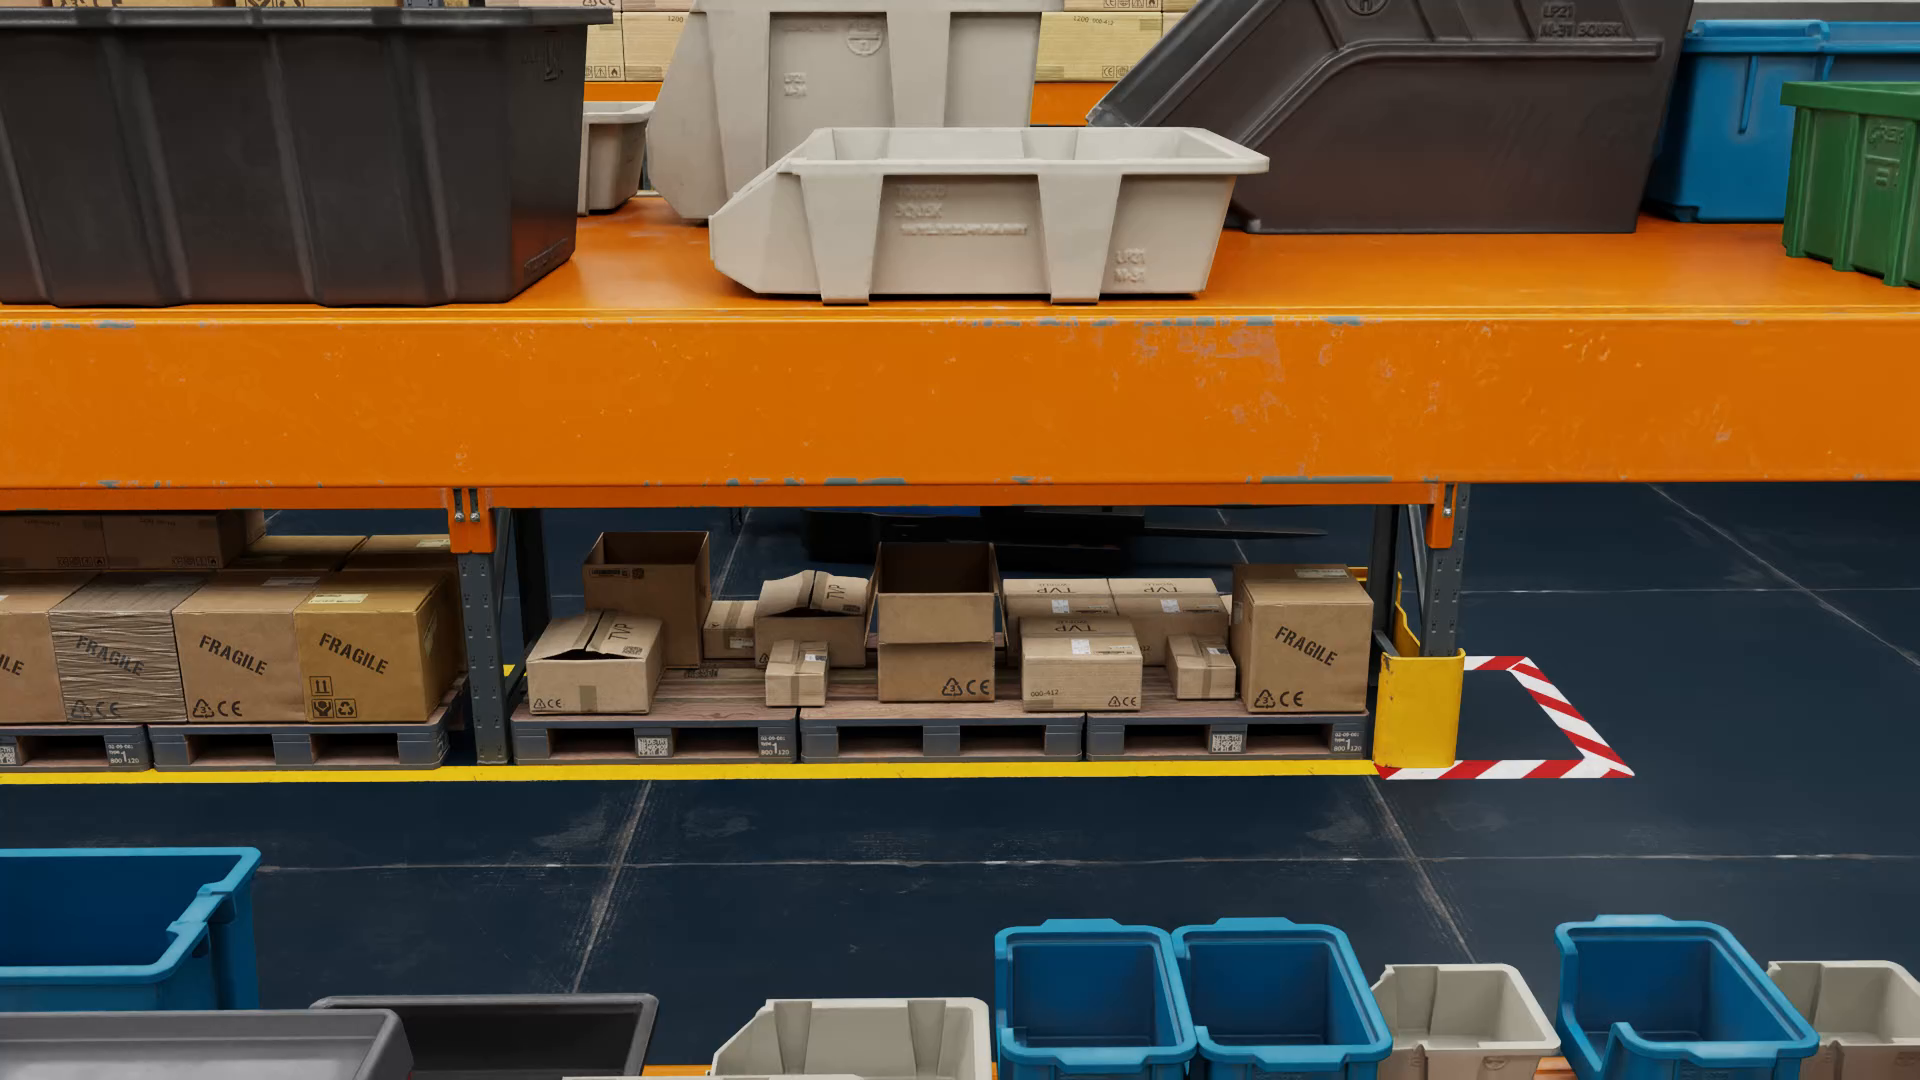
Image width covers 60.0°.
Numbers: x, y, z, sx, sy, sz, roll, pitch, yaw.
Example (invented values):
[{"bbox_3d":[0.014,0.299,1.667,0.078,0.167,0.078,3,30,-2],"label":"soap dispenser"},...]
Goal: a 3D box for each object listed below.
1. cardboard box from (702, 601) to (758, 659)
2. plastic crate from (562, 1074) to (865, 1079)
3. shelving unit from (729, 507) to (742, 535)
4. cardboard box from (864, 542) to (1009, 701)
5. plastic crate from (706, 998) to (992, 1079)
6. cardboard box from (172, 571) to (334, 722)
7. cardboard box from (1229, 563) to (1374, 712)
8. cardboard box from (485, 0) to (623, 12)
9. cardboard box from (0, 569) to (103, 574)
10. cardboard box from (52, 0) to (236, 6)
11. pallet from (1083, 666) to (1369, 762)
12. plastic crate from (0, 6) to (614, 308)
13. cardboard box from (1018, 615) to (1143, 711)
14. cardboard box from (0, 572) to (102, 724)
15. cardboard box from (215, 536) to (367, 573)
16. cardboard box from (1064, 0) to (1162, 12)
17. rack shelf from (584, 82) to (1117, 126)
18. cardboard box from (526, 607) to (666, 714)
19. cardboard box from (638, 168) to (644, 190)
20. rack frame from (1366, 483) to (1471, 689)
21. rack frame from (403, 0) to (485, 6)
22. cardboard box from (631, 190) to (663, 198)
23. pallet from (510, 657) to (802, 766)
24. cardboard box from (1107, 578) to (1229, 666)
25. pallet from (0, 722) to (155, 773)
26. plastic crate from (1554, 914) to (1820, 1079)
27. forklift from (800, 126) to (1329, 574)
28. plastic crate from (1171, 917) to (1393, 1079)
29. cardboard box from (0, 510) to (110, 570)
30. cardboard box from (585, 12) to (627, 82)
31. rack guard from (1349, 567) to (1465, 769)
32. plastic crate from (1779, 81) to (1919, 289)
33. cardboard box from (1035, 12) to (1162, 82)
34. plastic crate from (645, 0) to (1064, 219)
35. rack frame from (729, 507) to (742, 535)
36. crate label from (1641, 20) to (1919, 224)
[{"bbox_3d":[-1.055,0.417,7.785,0.250,0.149,0.380,0,18,-1],"label":"cardboard box"},{"bbox_3d":[-0.390,0.968,2.216,0.530,0.282,0.437,0,18,-1],"label":"plastic crate"},{"bbox_3d":[-1.139,-0.631,10.050,0.503,1.200,0.258,2,18,7],"label":"shelving unit"},{"bbox_3d":[-0.116,0.347,7.423,0.637,0.503,0.797,0,18,-1],"label":"cardboard box"},{"bbox_3d":[-0.183,0.888,2.703,0.466,0.136,0.293,0,18,-1],"label":"plastic crate"},{"bbox_3d":[-2.978,0.449,7.110,0.500,0.500,0.500,0,18,-1],"label":"cardboard box"},{"bbox_3d":[1.465,0.417,7.207,0.500,0.500,0.500,0,18,-1],"label":"cardboard box"},{"bbox_3d":[-1.504,-2.143,6.334,0.500,0.250,0.500,0,18,-1],"label":"cardboard box"},{"bbox_3d":[-4.020,0.295,7.589,0.500,0.500,0.500,-1,18,-3],"label":"cardboard box"},{"bbox_3d":[-3.167,-2.355,6.553,0.600,0.600,0.600,0,18,-1],"label":"cardboard box"},{"bbox_3d":[1.132,0.691,7.547,1.213,0.211,1.003,0,18,-1],"label":"pallet"},{"bbox_3d":[-0.673,-0.397,1.679,0.590,0.269,0.497,0,18,-1],"label":"plastic crate"},{"bbox_3d":[0.515,0.532,7.260,0.500,0.250,0.500,0,18,-1],"label":"cardboard box"},{"bbox_3d":[-3.987,0.454,7.093,0.500,0.500,0.500,-1,18,-3],"label":"cardboard box"},{"bbox_3d":[-3.015,0.293,7.596,0.500,0.500,0.500,0,18,0],"label":"cardboard box"},{"bbox_3d":[0.496,-2.152,6.362,0.500,0.250,0.500,0,18,-1],"label":"cardboard box"},{"bbox_3d":[0.005,-1.717,6.757,4.000,0.370,1.077,0,18,-1],"label":"rack shelf"},{"bbox_3d":[-1.571,0.513,7.219,0.500,0.311,0.500,0,18,-1],"label":"cardboard box"},{"bbox_3d":[-2.540,-2.408,11.961,0.500,0.500,0.500,-1,18,-3],"label":"cardboard box"},{"bbox_3d":[2.005,-0.641,7.136,0.127,3.000,1.000,0,18,-1],"label":"rack frame"},{"bbox_3d":[-1.994,-3.478,6.159,0.127,3.000,1.000,0,18,-1],"label":"rack frame"},{"bbox_3d":[-1.493,-1.227,7.161,0.500,0.500,0.500,0,18,-1],"label":"cardboard box"},{"bbox_3d":[-1.308,0.703,7.511,1.213,0.211,1.003,0,18,-1],"label":"pallet"},{"bbox_3d":[0.957,0.377,7.743,0.500,0.250,0.500,0,18,-1],"label":"cardboard box"},{"bbox_3d":[-4.030,0.728,7.432,1.213,0.211,1.003,0,18,-1],"label":"pallet"},{"bbox_3d":[1.169,0.827,2.736,0.300,0.233,0.416,0,18,-1],"label":"plastic crate"},{"bbox_3d":[0.625,-1.372,9.528,3.031,2.935,1.130,2,18,7],"label":"forklift"},{"bbox_3d":[0.511,0.830,2.726,0.300,0.233,0.416,0,18,-1],"label":"plastic crate"},{"bbox_3d":[-3.983,-0.063,7.477,0.500,0.250,0.500,-1,18,-2],"label":"cardboard box"},{"bbox_3d":[-1.504,-1.905,6.412,0.500,0.250,0.500,0,18,-1],"label":"cardboard box"},{"bbox_3d":[1.929,0.549,7.516,0.348,0.500,1.175,0,18,-1],"label":"rack guard"},{"bbox_3d":[1.098,-0.364,1.707,0.336,0.188,0.450,0,18,-1],"label":"plastic crate"},{"bbox_3d":[0.496,-1.910,6.424,0.500,0.250,0.500,0,18,-1],"label":"cardboard box"},{"bbox_3d":[-0.141,-0.584,2.240,0.530,0.282,0.437,0,18,-1],"label":"plastic crate"},{"bbox_3d":[-1.381,-0.640,10.078,0.015,1.200,0.240,2,18,7],"label":"rack frame"},{"bbox_3d":[1.152,-0.580,2.278,0.502,0.251,0.408,0,18,-1],"label":"crate label"}]
